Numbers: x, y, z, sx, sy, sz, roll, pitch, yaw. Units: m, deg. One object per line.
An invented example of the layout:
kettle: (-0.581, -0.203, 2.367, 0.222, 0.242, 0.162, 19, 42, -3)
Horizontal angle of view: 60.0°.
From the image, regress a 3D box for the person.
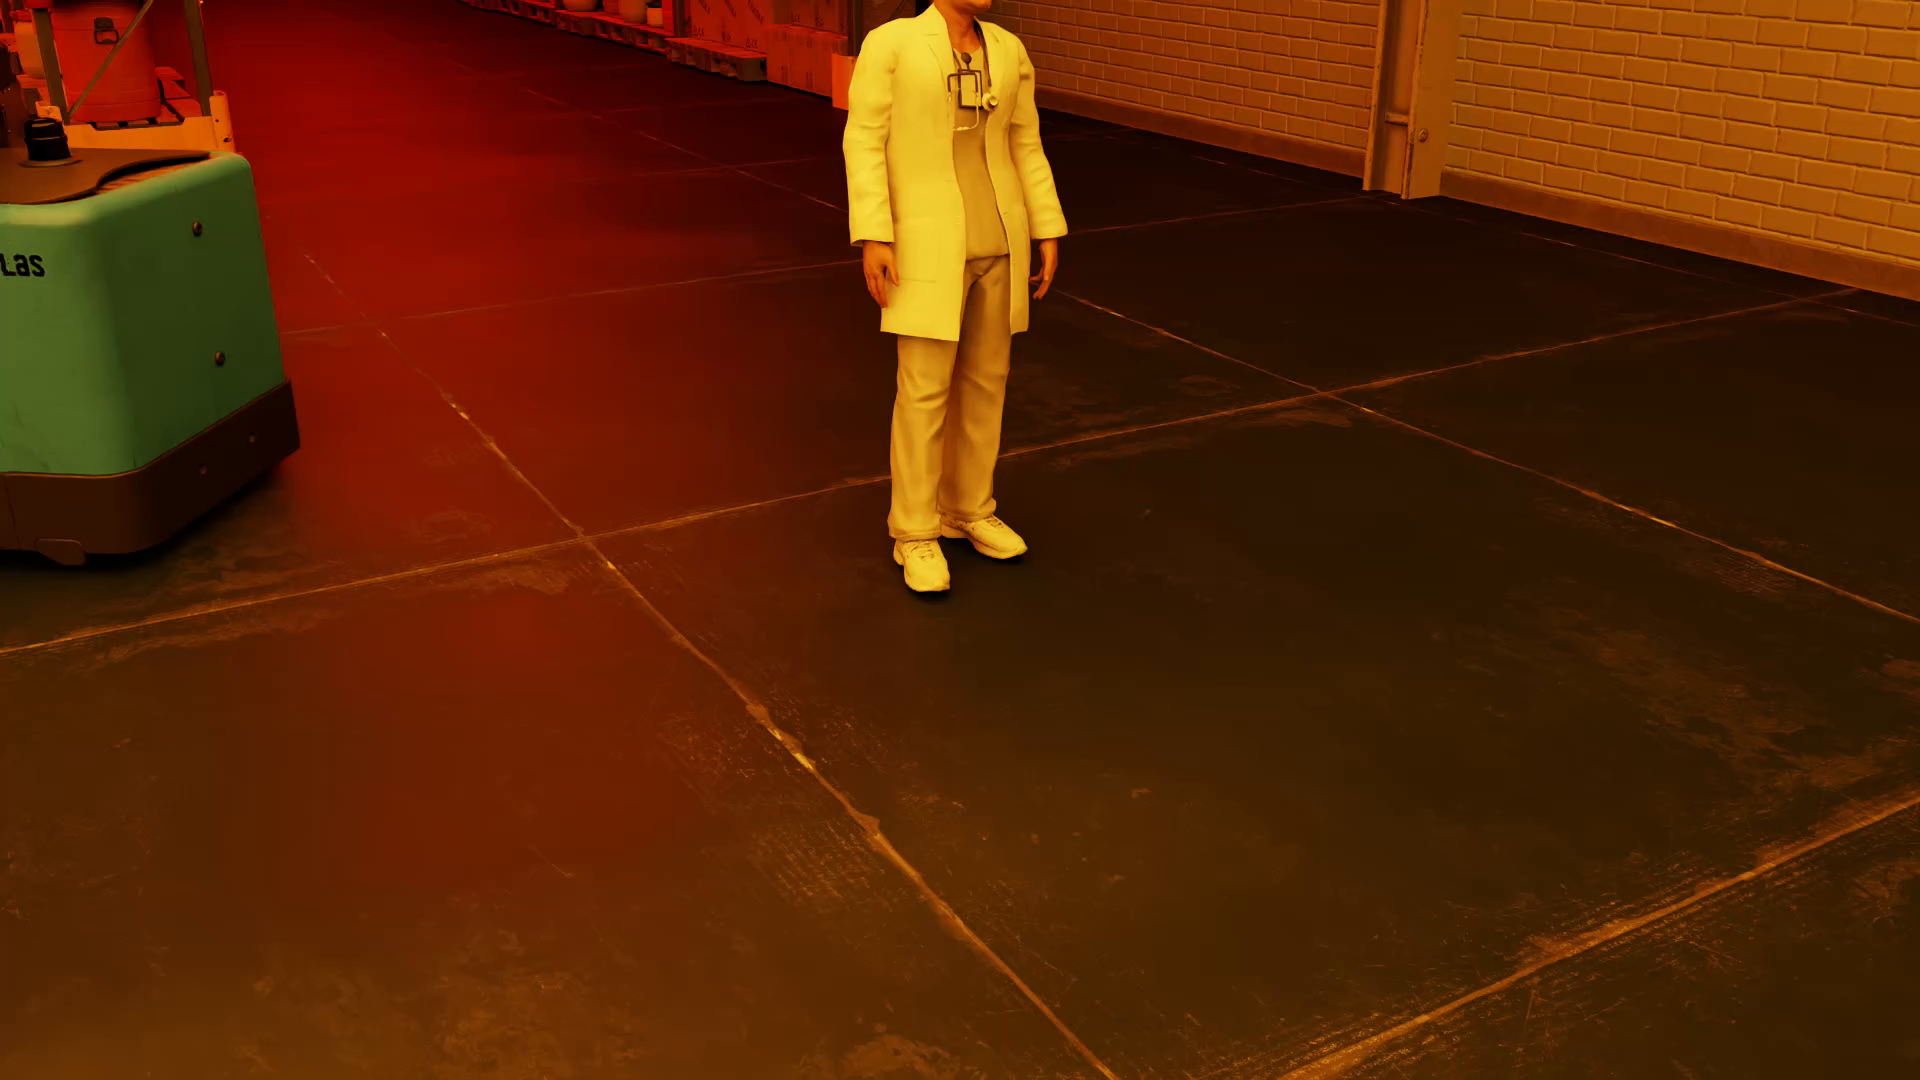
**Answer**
person: (0.043, -0.798, 4.719, 0.696, 1.777, 0.578, -12, 25, -28)

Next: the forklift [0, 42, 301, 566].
forklift: (-3.822, -1.503, 4.937, 3.031, 2.935, 1.130, 2, 22, 6)
